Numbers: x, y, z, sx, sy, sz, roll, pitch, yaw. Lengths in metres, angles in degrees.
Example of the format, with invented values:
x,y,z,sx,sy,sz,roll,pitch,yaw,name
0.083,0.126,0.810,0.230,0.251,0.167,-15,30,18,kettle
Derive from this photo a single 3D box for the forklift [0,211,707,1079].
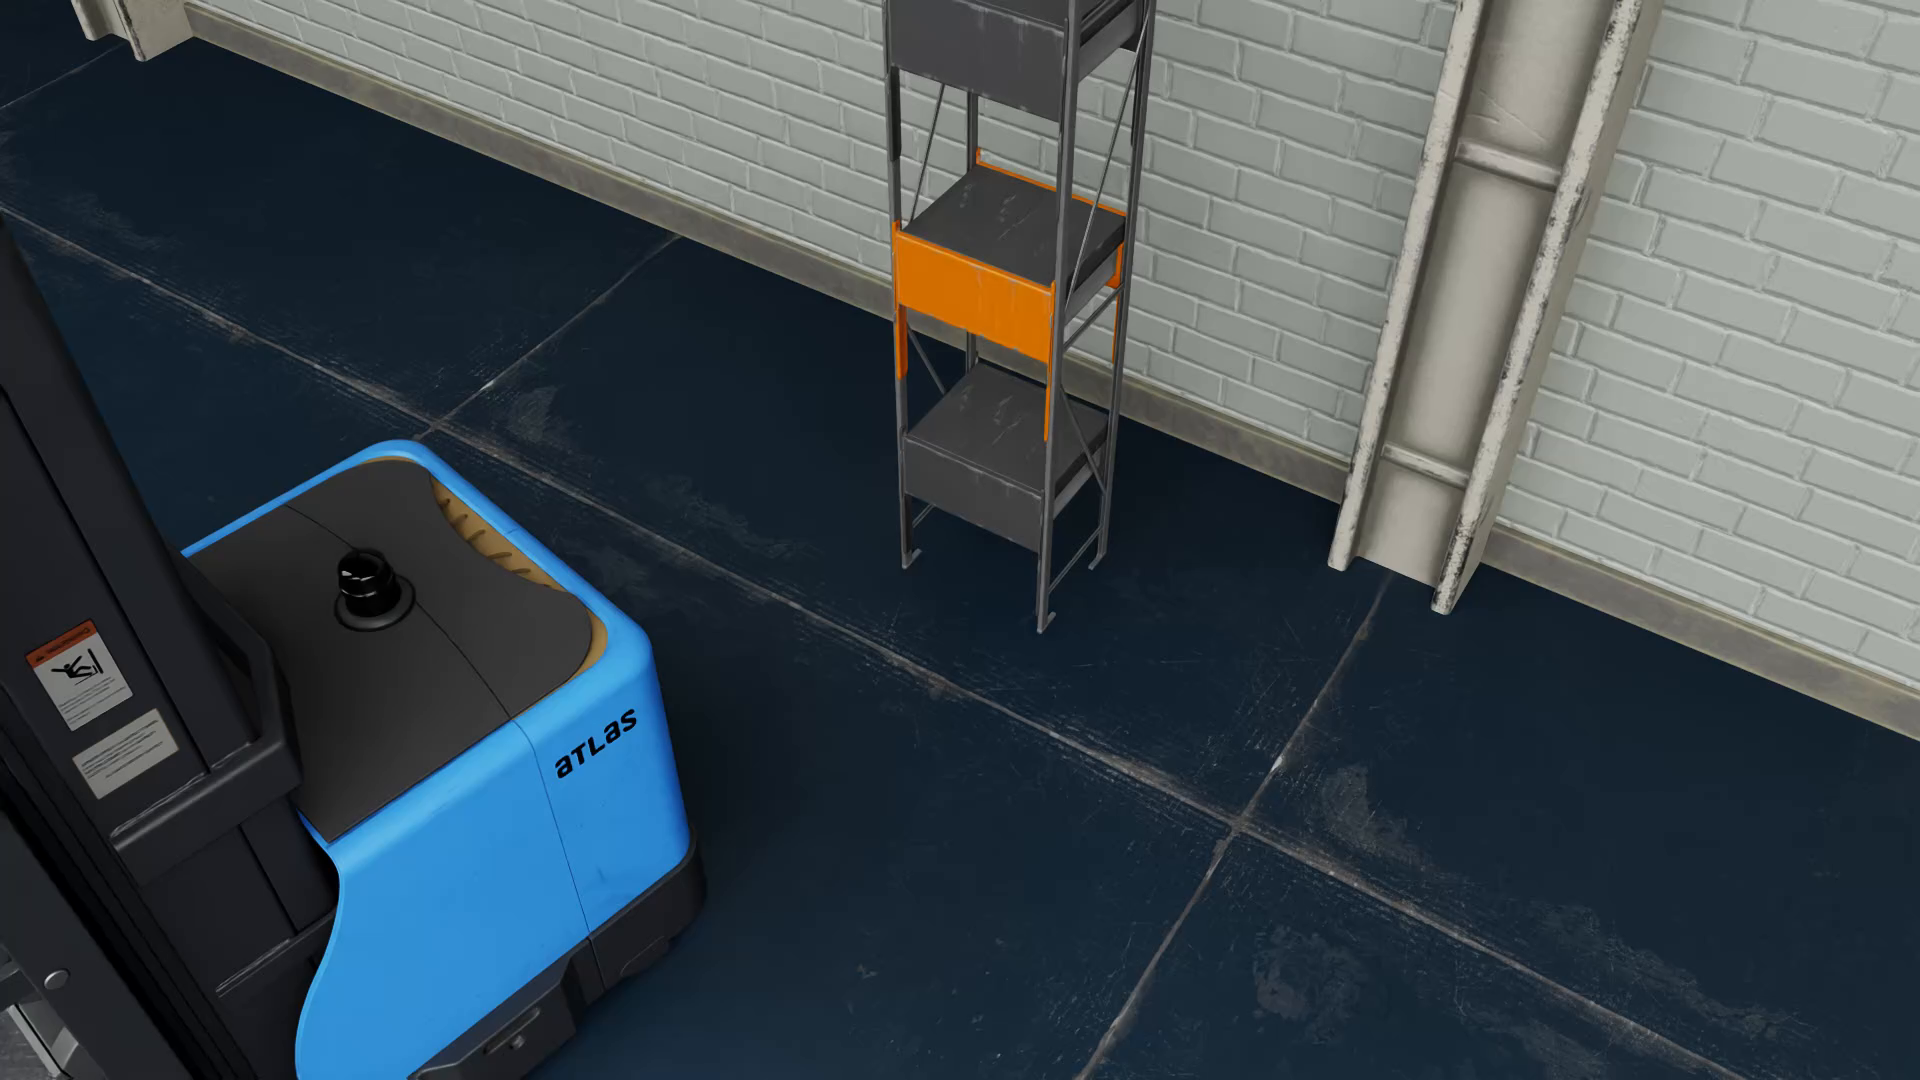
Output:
x,y,z,sx,sy,sz,roll,pitch,yaw,name
-2.035,0.457,2.762,1.130,2.935,3.031,35,55,29,forklift

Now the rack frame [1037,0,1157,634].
x,y,z,sx,sy,sz,roll,pitch,yaw,name
0.345,-0.573,4.343,0.015,2.100,0.400,25,51,22,rack frame

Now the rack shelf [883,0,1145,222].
x,y,z,sx,sy,sz,roll,pitch,yaw,name
0.139,-1.146,3.942,0.480,0.518,0.431,25,51,22,rack shelf

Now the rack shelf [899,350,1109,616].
x,y,z,sx,sy,sz,roll,pitch,yaw,name
0.139,-0.170,4.946,0.480,0.518,0.431,25,51,22,rack shelf

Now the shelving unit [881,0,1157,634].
x,y,z,sx,sy,sz,roll,pitch,yaw,name
0.139,-0.668,4.435,0.503,2.100,0.431,25,51,22,shelving unit

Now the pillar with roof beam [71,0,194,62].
x,y,z,sx,sy,sz,roll,pitch,yaw,name
-5.984,-2.800,1.696,0.400,9.000,9.100,25,51,22,pillar with roof beam

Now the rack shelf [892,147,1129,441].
x,y,z,sx,sy,sz,roll,pitch,yaw,name
0.139,-0.658,4.444,0.480,0.518,0.431,25,51,22,rack shelf

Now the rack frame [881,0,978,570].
x,y,z,sx,sy,sz,roll,pitch,yaw,name
-0.066,-0.762,4.526,0.015,2.100,0.400,25,51,22,rack frame
